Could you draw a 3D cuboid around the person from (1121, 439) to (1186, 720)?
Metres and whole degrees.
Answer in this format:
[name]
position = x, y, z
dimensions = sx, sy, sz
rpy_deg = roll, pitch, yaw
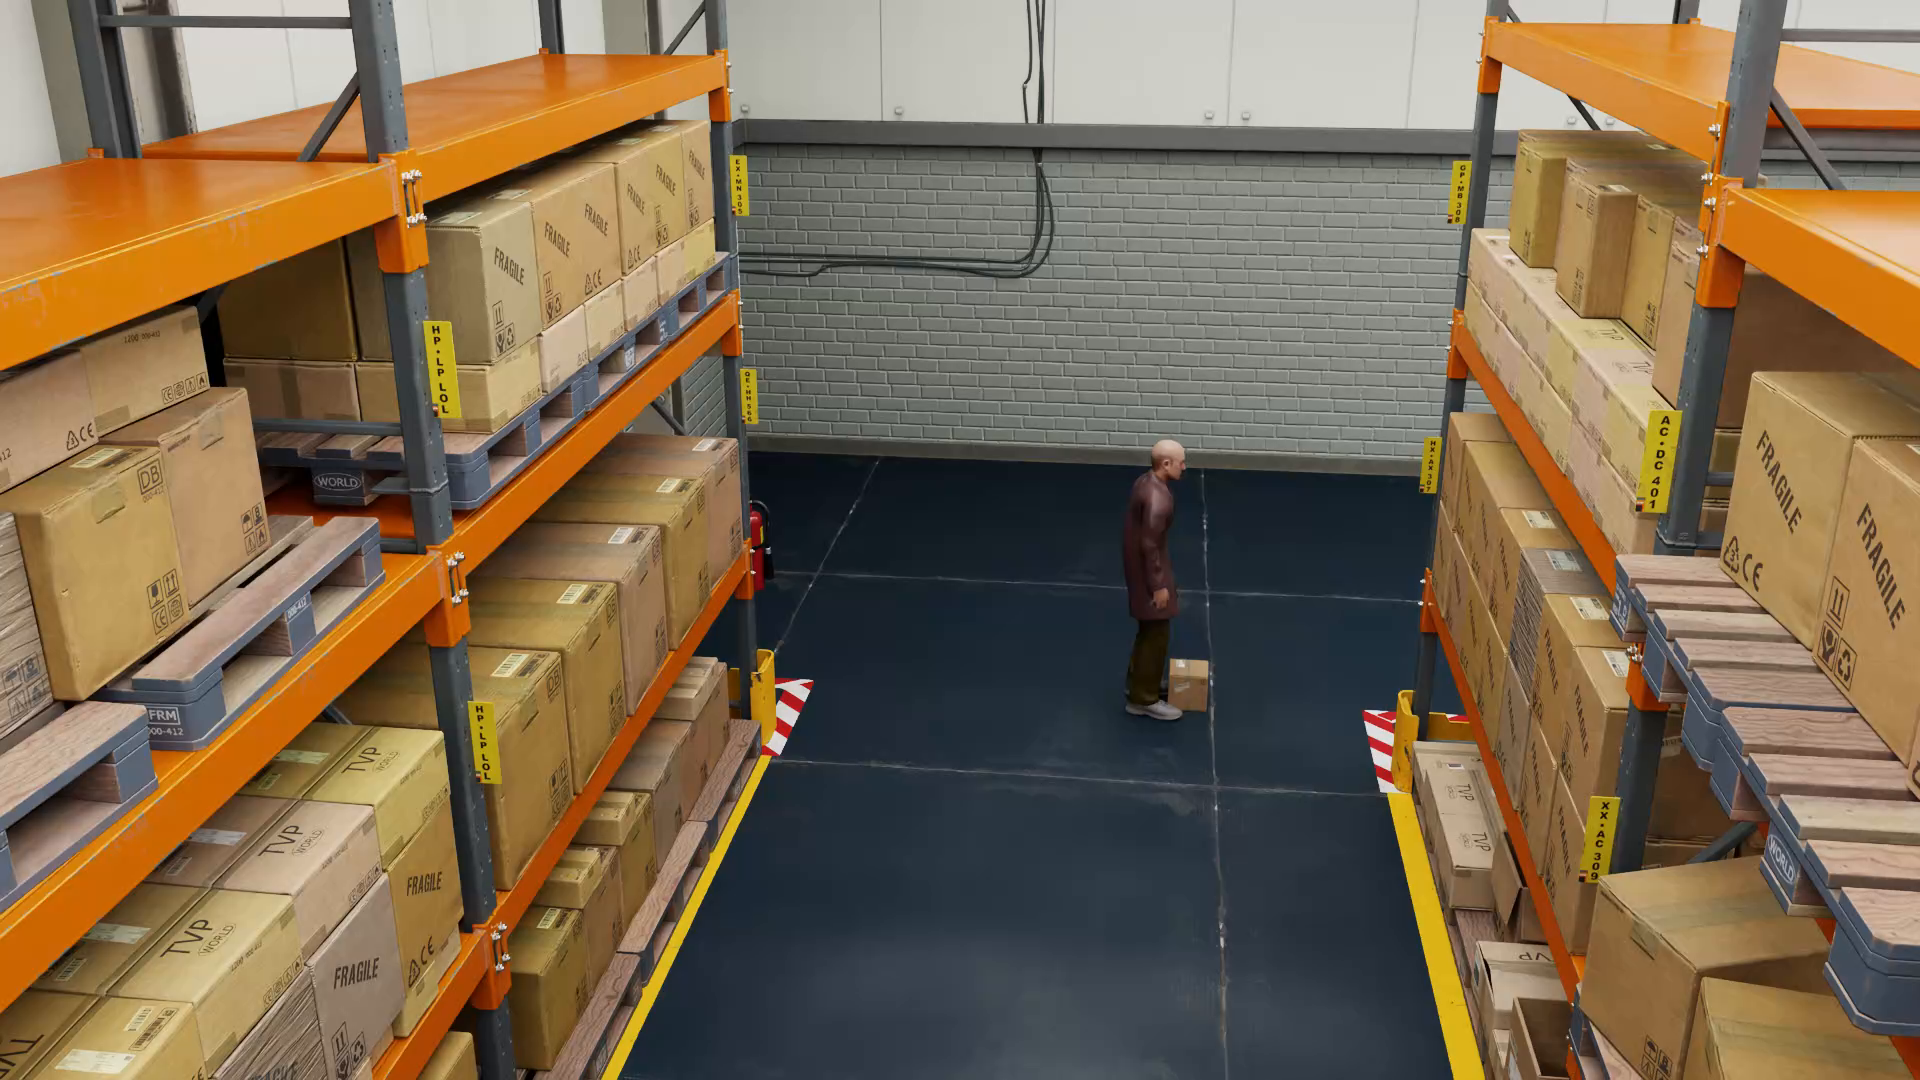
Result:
[person]
position = 1.230, 0.221, 10.525
dimensions = 0.428, 1.772, 0.642
rpy_deg = 2, 21, 4
